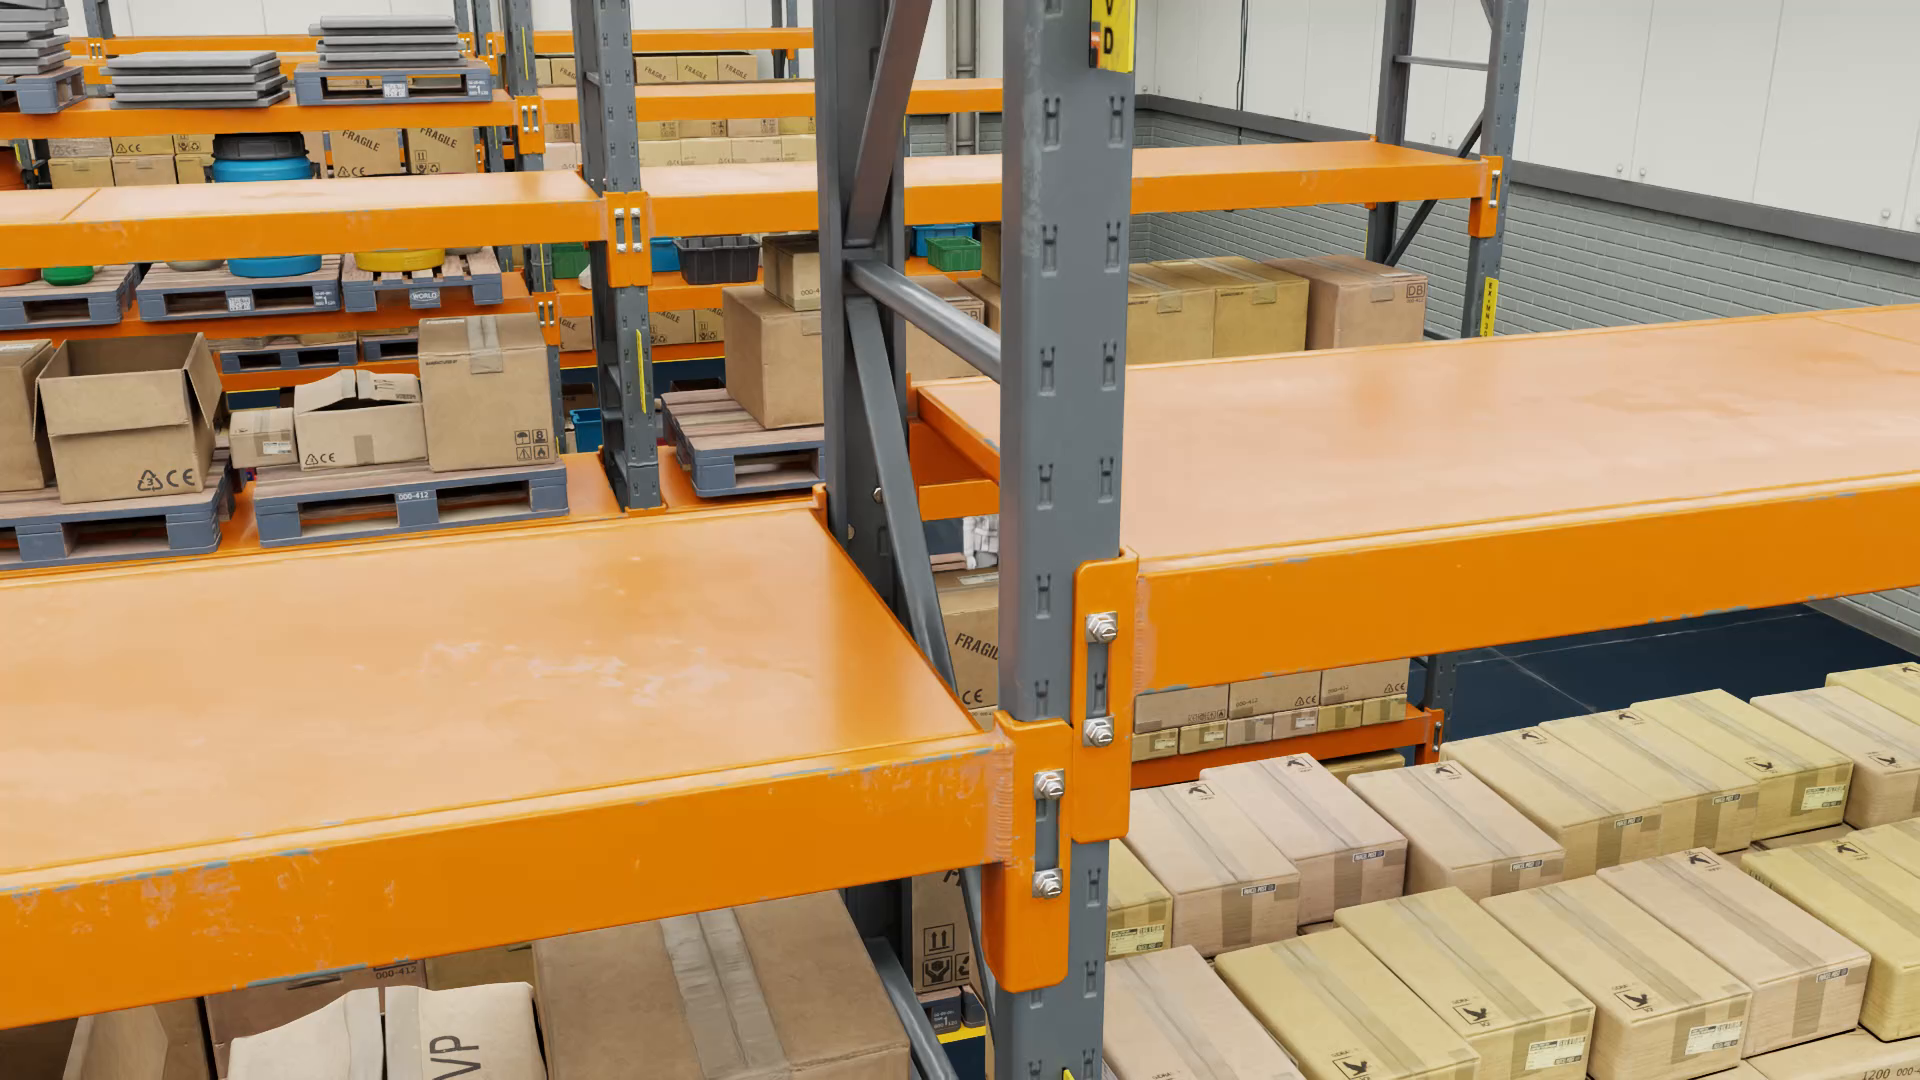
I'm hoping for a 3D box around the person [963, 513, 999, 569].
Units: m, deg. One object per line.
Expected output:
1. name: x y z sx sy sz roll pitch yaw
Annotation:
1. person: 0.274 0.109 12.241 0.505 1.689 0.375 -7 21 -20
